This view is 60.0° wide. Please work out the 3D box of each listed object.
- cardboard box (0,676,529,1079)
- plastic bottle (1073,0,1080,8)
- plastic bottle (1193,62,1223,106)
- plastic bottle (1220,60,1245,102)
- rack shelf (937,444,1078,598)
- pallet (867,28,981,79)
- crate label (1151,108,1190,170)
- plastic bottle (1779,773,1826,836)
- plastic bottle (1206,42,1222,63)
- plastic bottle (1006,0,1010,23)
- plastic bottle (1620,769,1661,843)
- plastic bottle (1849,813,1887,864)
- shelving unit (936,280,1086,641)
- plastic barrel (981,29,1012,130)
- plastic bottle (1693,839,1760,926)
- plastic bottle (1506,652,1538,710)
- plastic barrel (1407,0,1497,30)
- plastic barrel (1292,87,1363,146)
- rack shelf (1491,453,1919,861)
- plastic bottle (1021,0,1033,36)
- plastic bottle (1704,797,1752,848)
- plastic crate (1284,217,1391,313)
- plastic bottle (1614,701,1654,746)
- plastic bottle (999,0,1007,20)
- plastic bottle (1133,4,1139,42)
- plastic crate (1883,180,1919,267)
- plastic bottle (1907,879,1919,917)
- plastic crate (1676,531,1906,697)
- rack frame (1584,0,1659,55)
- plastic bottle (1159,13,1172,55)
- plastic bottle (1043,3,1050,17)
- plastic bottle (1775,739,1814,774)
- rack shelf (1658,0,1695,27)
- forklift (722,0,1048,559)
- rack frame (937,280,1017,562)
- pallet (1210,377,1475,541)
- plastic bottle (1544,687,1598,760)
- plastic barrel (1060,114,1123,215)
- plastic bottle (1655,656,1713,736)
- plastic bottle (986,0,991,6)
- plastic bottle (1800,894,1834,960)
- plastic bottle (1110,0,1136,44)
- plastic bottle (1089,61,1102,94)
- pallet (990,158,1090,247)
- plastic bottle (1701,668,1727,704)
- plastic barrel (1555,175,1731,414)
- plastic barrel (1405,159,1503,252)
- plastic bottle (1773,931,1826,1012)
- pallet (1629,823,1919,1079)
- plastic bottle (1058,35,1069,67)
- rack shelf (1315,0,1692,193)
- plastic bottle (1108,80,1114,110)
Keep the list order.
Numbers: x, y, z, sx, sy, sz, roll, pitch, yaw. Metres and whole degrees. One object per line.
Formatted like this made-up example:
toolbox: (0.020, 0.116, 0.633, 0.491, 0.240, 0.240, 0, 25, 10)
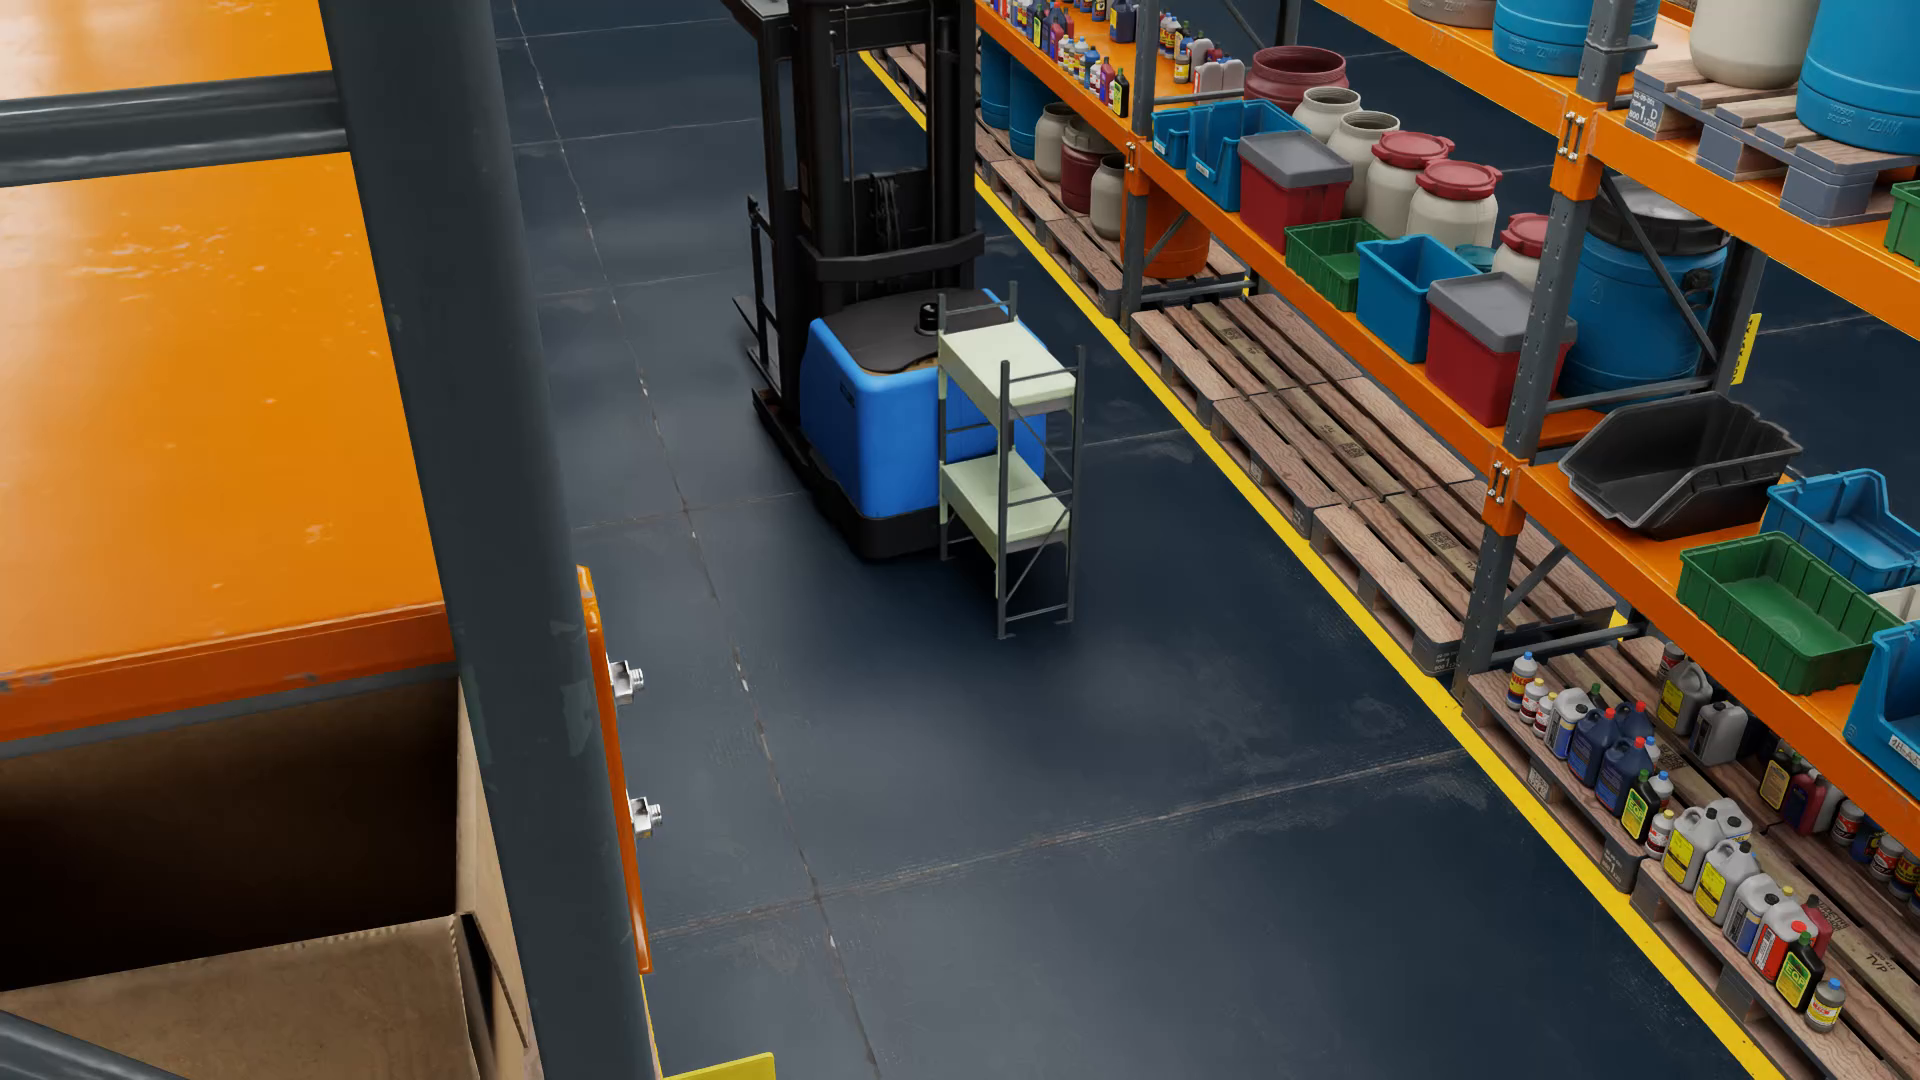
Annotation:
cardboard box: (-0.914, 0.505, 1.943, 0.797, 0.503, 0.637, -8, 34, -11)
plastic bottle: (0.896, -4.102, 12.354, 0.097, 0.271, 0.097, 0, 33, 0)
plastic bottle: (1.566, -2.900, 10.530, 0.152, 0.276, 0.135, -10, 35, -15)
plastic bottle: (1.711, -2.926, 10.569, 0.152, 0.276, 0.135, -10, 35, -15)
rack shelf: (0.224, -0.102, 8.136, 0.431, 0.370, 0.720, -13, 36, -19)
pallet: (-0.322, -4.654, 15.601, 1.003, 0.211, 1.213, -10, 35, -15)
crate label: (1.307, -2.342, 9.725, 0.303, 0.233, 0.416, -10, 35, -15)
plastic bottle: (3.328, 1.018, 6.553, 0.061, 0.283, 0.133, -10, 35, -15)
plastic bottle: (1.655, -3.109, 10.840, 0.061, 0.283, 0.133, -10, 35, -15)
plastic bottle: (0.385, -3.854, 12.042, 0.097, 0.201, 0.097, 0, 33, 0)
plastic bottle: (2.675, 1.040, 6.519, 0.061, 0.283, 0.133, -9, 34, -13)
plastic bottle: (3.523, 1.116, 6.416, 0.097, 0.271, 0.097, 0, 33, 0)
shelving unit: (0.224, -0.374, 7.956, 0.431, 1.500, 0.755, -13, 36, -19)
plastic barrel: (0.465, -3.807, 13.313, 0.600, 0.901, 0.708, -10, 35, -15)
plastic bottle: (2.851, 1.239, 6.157, 0.144, 0.351, 0.185, -9, 34, -13)
plastic bottle: (2.435, 0.600, 7.197, 0.097, 0.271, 0.097, 0, 33, 0)
plastic barrel: (2.194, -2.630, 6.834, 0.600, 0.901, 0.600, 0, 33, 0)
plastic barrel: (2.053, -2.238, 9.315, 0.421, 0.512, 0.421, 0, 33, 0)
rack shelf: (3.366, 0.754, 5.540, 1.077, 0.370, 4.000, -10, 35, -15)
plastic bottle: (0.486, -3.711, 11.761, 0.097, 0.271, 0.097, 0, 33, 0)
plastic bottle: (2.927, 1.135, 6.383, 0.152, 0.276, 0.135, -10, 35, -15)
plastic crate: (1.956, -1.374, 8.301, 0.450, 0.188, 0.662, -10, 35, -15)
plastic bottle: (2.744, 0.795, 6.829, 0.144, 0.351, 0.185, -10, 35, -15)
plastic bottle: (0.376, -3.951, 12.121, 0.152, 0.276, 0.135, -10, 35, -15)
plastic bottle: (1.288, -3.654, 11.671, 0.152, 0.276, 0.135, -10, 35, -15)
plastic crate: (2.978, -0.885, 4.839, 0.336, 0.188, 0.450, -10, 35, -15)
plastic bottle: (3.615, 1.275, 6.176, 0.097, 0.271, 0.097, 0, 33, 0)
plastic crate: (2.901, 0.253, 5.839, 0.450, 0.188, 0.662, -10, 35, -15)
rack frame: (2.756, -3.099, 5.277, 1.000, 3.000, 0.127, -10, 35, -15)
plastic bottle: (1.420, -3.474, 11.404, 0.097, 0.271, 0.097, 0, 33, 0)
plastic bottle: (0.618, -3.565, 11.530, 0.061, 0.283, 0.133, -10, 35, -15)
plastic bottle: (3.384, 0.886, 6.692, 0.144, 0.351, 0.185, -10, 35, -15)
rack shelf: (5.642, -4.279, 13.157, 1.077, 0.370, 4.000, -10, 35, -15)
forklift: (-0.577, -1.930, 9.012, 1.130, 2.935, 3.031, -13, 36, -19)
rack frame: (0.082, -0.561, 8.238, 0.400, 1.500, 0.023, -13, 36, -19)
pallet: (2.103, -0.480, 9.285, 1.003, 0.211, 1.213, -10, 35, -15)
plastic bottle: (2.560, 0.763, 6.946, 0.152, 0.276, 0.135, -9, 34, -13)
plastic barrel: (1.026, -2.712, 11.940, 0.600, 0.588, 0.708, -10, 35, -15)
plastic bottle: (3.089, 0.640, 7.065, 0.144, 0.351, 0.185, -10, 35, -15)
plastic bottle: (0.244, -4.097, 12.410, 0.097, 0.201, 0.097, 0, 33, 0)
plastic bottle: (3.048, 1.408, 5.962, 0.061, 0.283, 0.133, -10, 35, -15)
plastic bottle: (1.140, -3.673, 11.633, 0.144, 0.351, 0.185, -10, 35, -15)
plastic bottle: (0.888, -2.989, 10.733, 0.097, 0.201, 0.097, 0, 33, 0)
pallet: (0.887, -2.579, 12.461, 1.003, 0.211, 1.213, -10, 35, -15)
plastic bottle: (3.227, 0.616, 7.101, 0.144, 0.351, 0.185, -11, 35, -16)
plastic barrel: (2.926, -1.059, 7.177, 0.600, 0.901, 0.708, -10, 35, -15)
plastic barrel: (2.449, -1.577, 8.292, 0.433, 0.535, 0.433, 0, 33, 0)
plastic bottle: (2.945, 1.505, 5.816, 0.061, 0.283, 0.133, -9, 35, -14)
pallet: (3.297, 1.569, 6.184, 1.003, 0.211, 1.213, -10, 35, -15)
plastic bottle: (0.710, -3.296, 11.198, 0.097, 0.201, 0.097, 0, 33, 0)
rack shelf: (2.146, -2.597, 7.891, 1.077, 0.370, 4.000, -10, 35, -15)
plastic bottle: (0.988, -2.817, 10.473, 0.097, 0.201, 0.097, 0, 33, 0)
